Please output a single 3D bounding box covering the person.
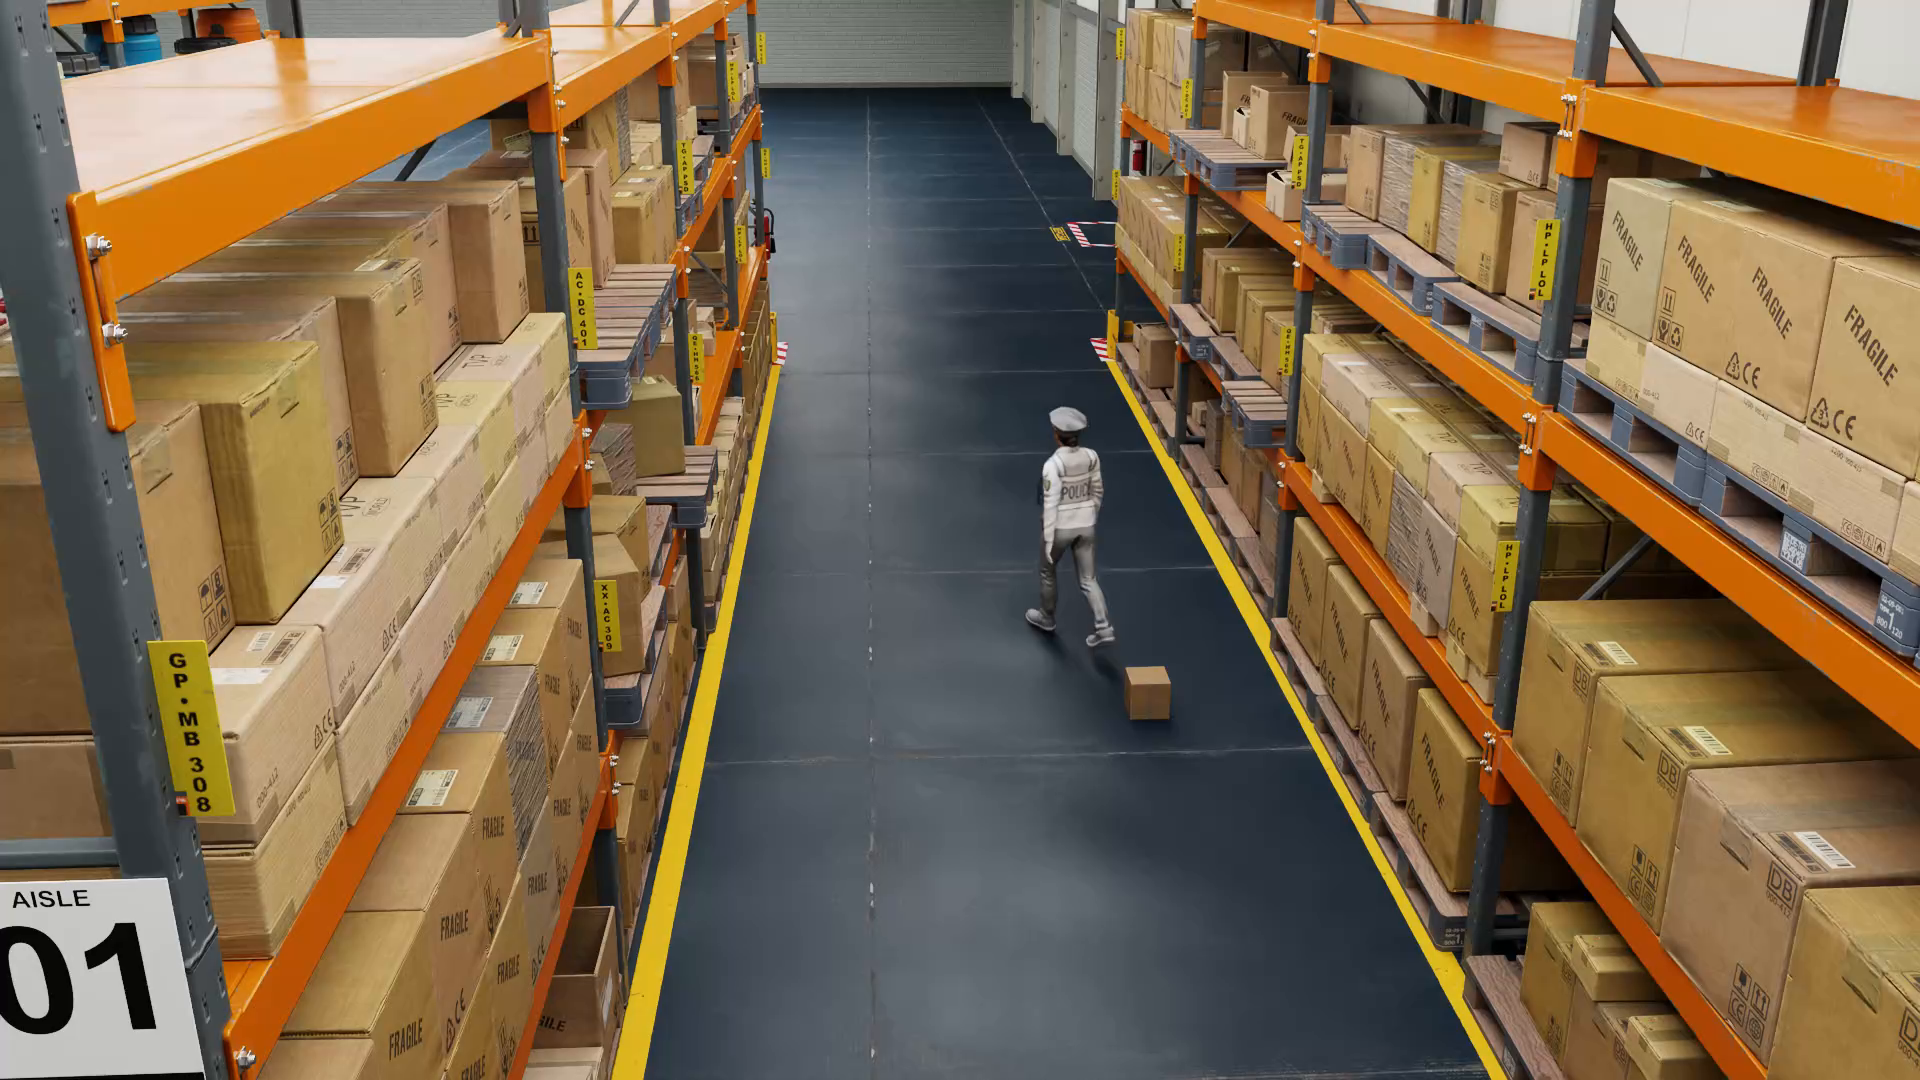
[{"bbox_3d":[0.775,-0.074,11.237,0.503,1.640,0.960,-10,23,-24],"label":"person"}]
